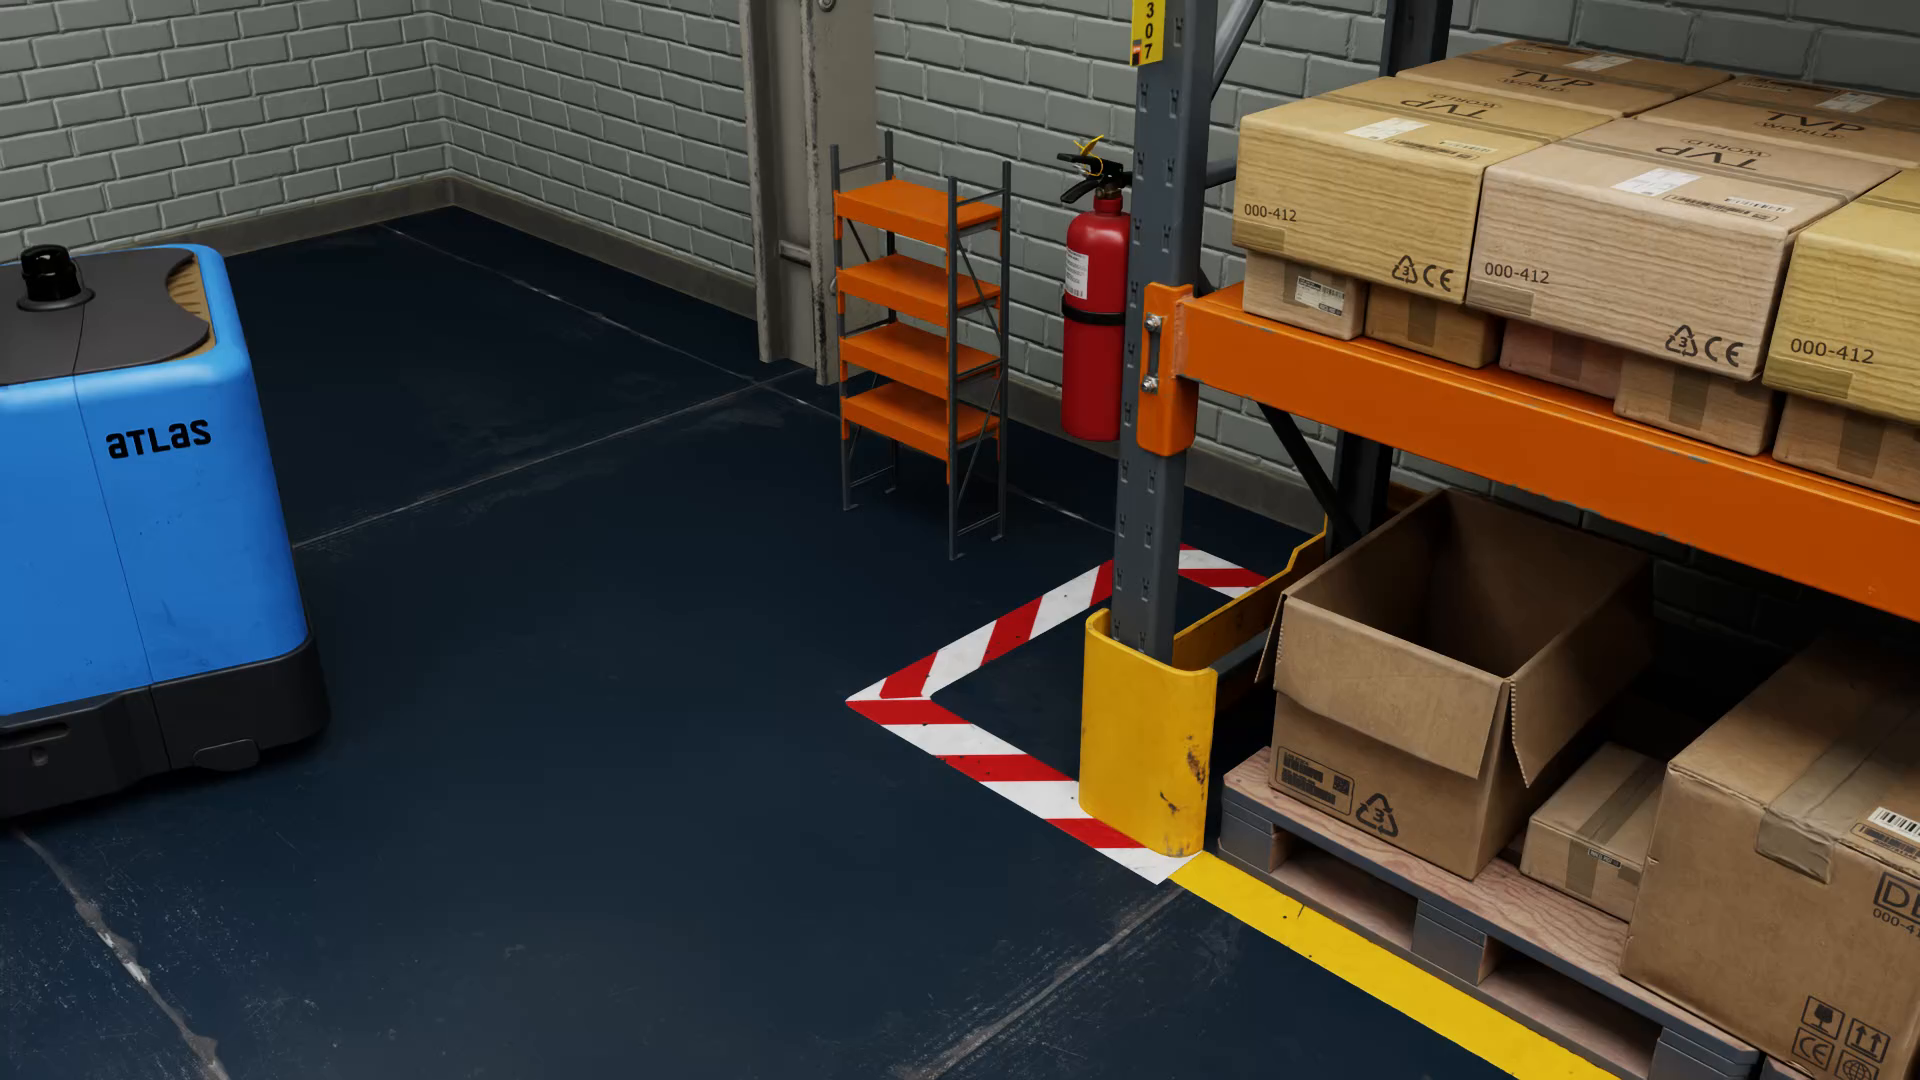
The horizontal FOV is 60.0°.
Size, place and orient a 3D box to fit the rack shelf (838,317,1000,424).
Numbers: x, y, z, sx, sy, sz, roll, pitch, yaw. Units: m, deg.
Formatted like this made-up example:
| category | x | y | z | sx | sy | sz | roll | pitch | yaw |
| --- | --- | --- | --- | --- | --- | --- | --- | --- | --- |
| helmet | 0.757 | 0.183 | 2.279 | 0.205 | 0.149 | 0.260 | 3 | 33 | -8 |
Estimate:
| category | x | y | z | sx | sy | sz | roll | pitch | yaw |
| --- | --- | --- | --- | --- | --- | --- | --- | --- | --- |
| rack shelf | -0.118 | -0.526 | 5.105 | 0.480 | 0.148 | 0.258 | 25 | 36 | 38 |

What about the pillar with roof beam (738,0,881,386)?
| category | x | y | z | sx | sy | sz | roll | pitch | yaw |
| --- | --- | --- | --- | --- | --- | --- | --- | --- | --- |
| pillar with roof beam | -3.570 | -3.259 | 1.779 | 0.400 | 9.000 | 9.100 | 25 | 36 | 38 |

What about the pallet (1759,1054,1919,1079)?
| category | x | y | z | sx | sy | sz | roll | pitch | yaw |
| --- | --- | --- | --- | --- | --- | --- | --- | --- | --- |
| pallet | 2.228 | 1.063 | 3.002 | 1.213 | 0.211 | 1.003 | 25 | 36 | 38 |

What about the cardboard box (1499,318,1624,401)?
| category | x | y | z | sx | sy | sz | roll | pitch | yaw |
| --- | --- | --- | --- | --- | --- | --- | --- | --- | --- |
| cardboard box | 1.206 | -0.402 | 3.062 | 0.250 | 0.149 | 0.380 | 24 | 36 | 38 |

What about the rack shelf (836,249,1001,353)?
| category | x | y | z | sx | sy | sz | roll | pitch | yaw |
| --- | --- | --- | --- | --- | --- | --- | --- | --- | --- |
| rack shelf | -0.118 | -0.724 | 5.001 | 0.480 | 0.148 | 0.258 | 25 | 36 | 38 |

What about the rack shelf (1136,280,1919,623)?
| category | x | y | z | sx | sy | sz | roll | pitch | yaw |
| --- | --- | --- | --- | --- | --- | --- | --- | --- | --- |
| rack shelf | 2.165 | 0.117 | 2.577 | 4.000 | 0.370 | 1.077 | 25 | 36 | 38 |

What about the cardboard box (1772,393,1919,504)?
| category | x | y | z | sx | sy | sz | roll | pitch | yaw |
| --- | --- | --- | --- | --- | --- | --- | --- | --- | --- |
| cardboard box | 1.537 | -0.215 | 2.706 | 0.380 | 0.149 | 0.250 | -25 | 36 | -38 |

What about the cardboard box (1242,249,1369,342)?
| category | x | y | z | sx | sy | sz | roll | pitch | yaw |
| --- | --- | --- | --- | --- | --- | --- | --- | --- | --- |
| cardboard box | 0.781 | -0.544 | 3.332 | 0.250 | 0.149 | 0.380 | 24 | 36 | 38 |

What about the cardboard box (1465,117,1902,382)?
| category | x | y | z | sx | sy | sz | roll | pitch | yaw |
| --- | --- | --- | --- | --- | --- | --- | --- | --- | --- |
| cardboard box | 1.233 | -0.517 | 2.852 | 0.500 | 0.250 | 0.500 | -25 | 37 | -39 |

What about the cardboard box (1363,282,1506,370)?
| category | x | y | z | sx | sy | sz | roll | pitch | yaw |
| --- | --- | --- | --- | --- | --- | --- | --- | --- | --- |
| cardboard box | 0.995 | -0.477 | 3.203 | 0.380 | 0.149 | 0.250 | -24 | 36 | -38 |

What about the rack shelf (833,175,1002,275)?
| category | x | y | z | sx | sy | sz | roll | pitch | yaw |
| --- | --- | --- | --- | --- | --- | --- | --- | --- | --- |
| rack shelf | -0.118 | -0.933 | 4.891 | 0.480 | 0.148 | 0.258 | 25 | 36 | 38 |

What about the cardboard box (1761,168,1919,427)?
| category | x | y | z | sx | sy | sz | roll | pitch | yaw |
| --- | --- | --- | --- | --- | --- | --- | --- | --- | --- |
| cardboard box | 1.597 | -0.353 | 2.540 | 0.500 | 0.250 | 0.500 | 24 | 36 | 37 |

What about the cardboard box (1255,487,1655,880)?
| category | x | y | z | sx | sy | sz | roll | pitch | yaw |
| --- | --- | --- | --- | --- | --- | --- | --- | --- | --- |
| cardboard box | 1.108 | 0.296 | 3.695 | 0.637 | 0.503 | 0.797 | 23 | 35 | 37 |

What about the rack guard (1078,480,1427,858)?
| category | x | y | z | sx | sy | sz | roll | pitch | yaw |
| --- | --- | --- | --- | --- | --- | --- | --- | --- | --- |
| rack guard | 0.793 | 0.277 | 4.185 | 0.348 | 0.500 | 1.175 | 25 | 36 | 38 |

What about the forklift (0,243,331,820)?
| category | x | y | z | sx | sy | sz | roll | pitch | yaw |
| --- | --- | --- | --- | --- | --- | --- | --- | --- | --- |
| forklift | -3.161 | -0.667 | 3.369 | 3.031 | 2.935 | 1.130 | -12 | 30 | -22 |

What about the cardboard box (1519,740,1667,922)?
| category | x | y | z | sx | sy | sz | roll | pitch | yaw |
| --- | --- | --- | --- | --- | --- | --- | --- | --- | --- |
| cardboard box | 1.384 | 0.605 | 3.489 | 0.250 | 0.149 | 0.380 | 23 | 35 | 37 |

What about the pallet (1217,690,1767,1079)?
| category | x | y | z | sx | sy | sz | roll | pitch | yaw |
| --- | --- | --- | --- | --- | --- | --- | --- | --- | --- |
| pallet | 1.362 | 0.665 | 3.758 | 1.213 | 0.211 | 1.003 | 25 | 36 | 38 |

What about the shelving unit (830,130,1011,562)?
| category | x | y | z | sx | sy | sz | roll | pitch | yaw |
| --- | --- | --- | --- | --- | --- | --- | --- | --- | --- |
| shelving unit | -0.118 | -0.585 | 5.073 | 0.503 | 1.200 | 0.258 | 25 | 36 | 38 |

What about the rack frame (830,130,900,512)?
| category | x | y | z | sx | sy | sz | roll | pitch | yaw |
| --- | --- | --- | --- | --- | --- | --- | --- | --- | --- |
| rack frame | -0.292 | -0.665 | 5.225 | 0.015 | 1.200 | 0.240 | 25 | 36 | 38 |

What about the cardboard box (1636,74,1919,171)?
| category | x | y | z | sx | sy | sz | roll | pitch | yaw |
| --- | --- | --- | --- | --- | --- | --- | --- | --- | --- |
| cardboard box | 1.620 | -0.688 | 3.178 | 0.500 | 0.250 | 0.500 | 25 | 36 | 39 |

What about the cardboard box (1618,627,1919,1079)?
| category | x | y | z | sx | sy | sz | roll | pitch | yaw |
| --- | --- | --- | --- | --- | --- | --- | --- | --- | --- |
| cardboard box | 1.691 | 0.590 | 3.140 | 0.700 | 0.500 | 0.500 | -24 | 36 | -37 |

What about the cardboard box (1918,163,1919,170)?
| category | x | y | z | sx | sy | sz | roll | pitch | yaw |
| --- | --- | --- | --- | --- | --- | --- | --- | --- | --- |
| cardboard box | 1.969 | -0.525 | 2.867 | 0.500 | 0.250 | 0.500 | -24 | 36 | -38 |

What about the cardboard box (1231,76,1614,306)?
| category | x | y | z | sx | sy | sz | roll | pitch | yaw |
| --- | --- | --- | --- | --- | --- | --- | --- | --- | --- |
| cardboard box | 0.873 | -0.682 | 3.165 | 0.500 | 0.250 | 0.500 | 25 | 37 | 39 |

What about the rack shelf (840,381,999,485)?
| category | x | y | z | sx | sy | sz | roll | pitch | yaw |
| --- | --- | --- | --- | --- | --- | --- | --- | --- | --- |
| rack shelf | -0.118 | -0.350 | 5.197 | 0.480 | 0.148 | 0.258 | 25 | 36 | 38 |

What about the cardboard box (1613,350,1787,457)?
| category | x | y | z | sx | sy | sz | roll | pitch | yaw |
| --- | --- | --- | --- | --- | --- | --- | --- | --- | --- |
| cardboard box | 1.344 | -0.300 | 2.867 | 0.380 | 0.149 | 0.250 | -24 | 36 | -38 |

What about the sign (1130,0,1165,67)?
| category | x | y | z | sx | sy | sz | roll | pitch | yaw |
| --- | --- | --- | --- | --- | --- | --- | --- | --- | --- |
| sign | 0.358 | -1.057 | 3.107 | 0.005 | 0.325 | 0.100 | 25 | 36 | 38 |

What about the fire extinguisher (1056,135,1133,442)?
| category | x | y | z | sx | sy | sz | roll | pitch | yaw |
| --- | --- | --- | --- | --- | --- | --- | --- | --- | --- |
| fire extinguisher | 0.310 | -0.549 | 3.555 | 0.183 | 0.674 | 0.296 | 25 | 36 | 38 |

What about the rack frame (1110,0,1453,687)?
| category | x | y | z | sx | sy | sz | roll | pitch | yaw |
| --- | --- | --- | --- | --- | --- | --- | --- | --- | --- |
| rack frame | 0.739 | -0.854 | 3.651 | 0.127 | 3.000 | 1.000 | 25 | 36 | 38 |

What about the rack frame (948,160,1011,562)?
| category | x | y | z | sx | sy | sz | roll | pitch | yaw |
| --- | --- | --- | --- | --- | --- | --- | --- | --- | --- |
| rack frame | 0.056 | -0.505 | 4.922 | 0.015 | 1.200 | 0.240 | 25 | 36 | 38 |

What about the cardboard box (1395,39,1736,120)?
| category | x | y | z | sx | sy | sz | roll | pitch | yaw |
| --- | --- | --- | --- | --- | --- | --- | --- | --- | --- |
| cardboard box | 1.253 | -0.857 | 3.498 | 0.500 | 0.250 | 0.500 | -24 | 36 | -38 |
